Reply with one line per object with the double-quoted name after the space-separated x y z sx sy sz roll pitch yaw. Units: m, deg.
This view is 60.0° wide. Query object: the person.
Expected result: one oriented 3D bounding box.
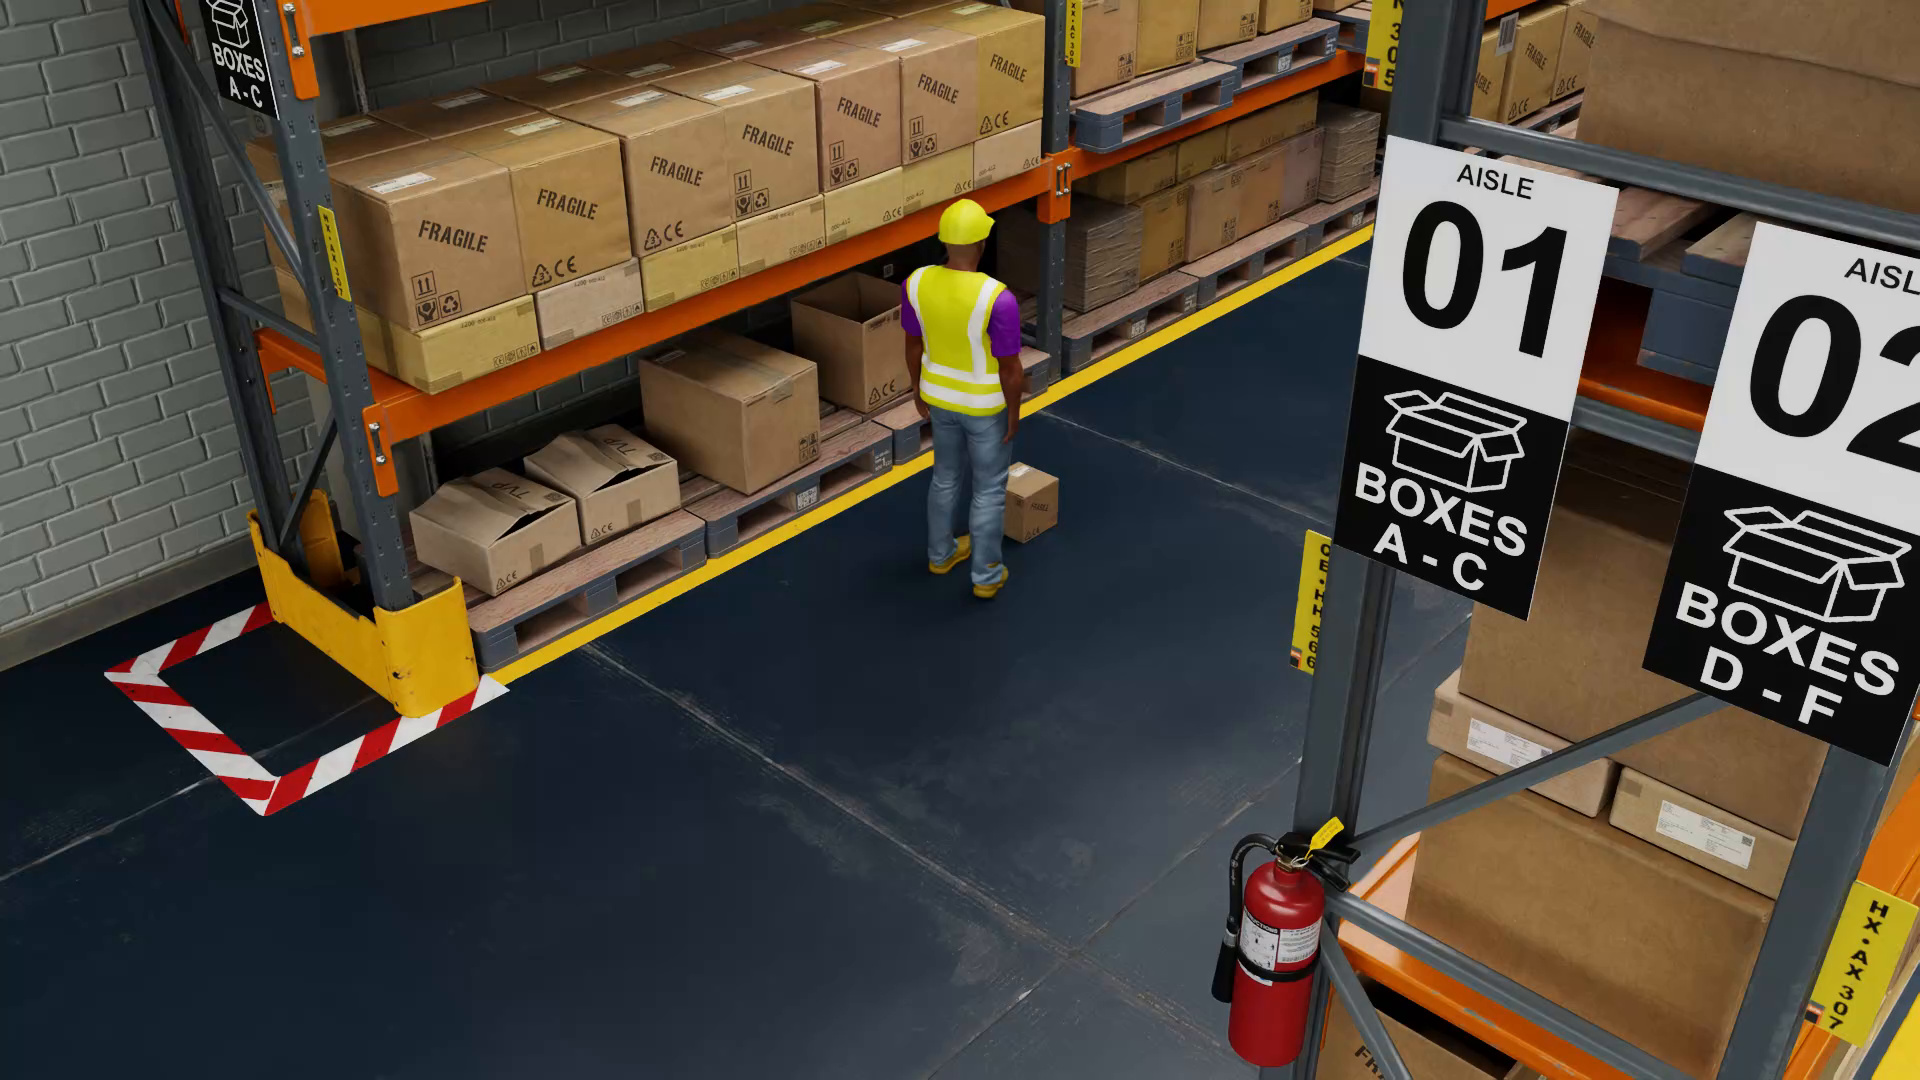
0.038 -0.604 7.136 0.560 1.785 0.396 17 35 26 "person"
